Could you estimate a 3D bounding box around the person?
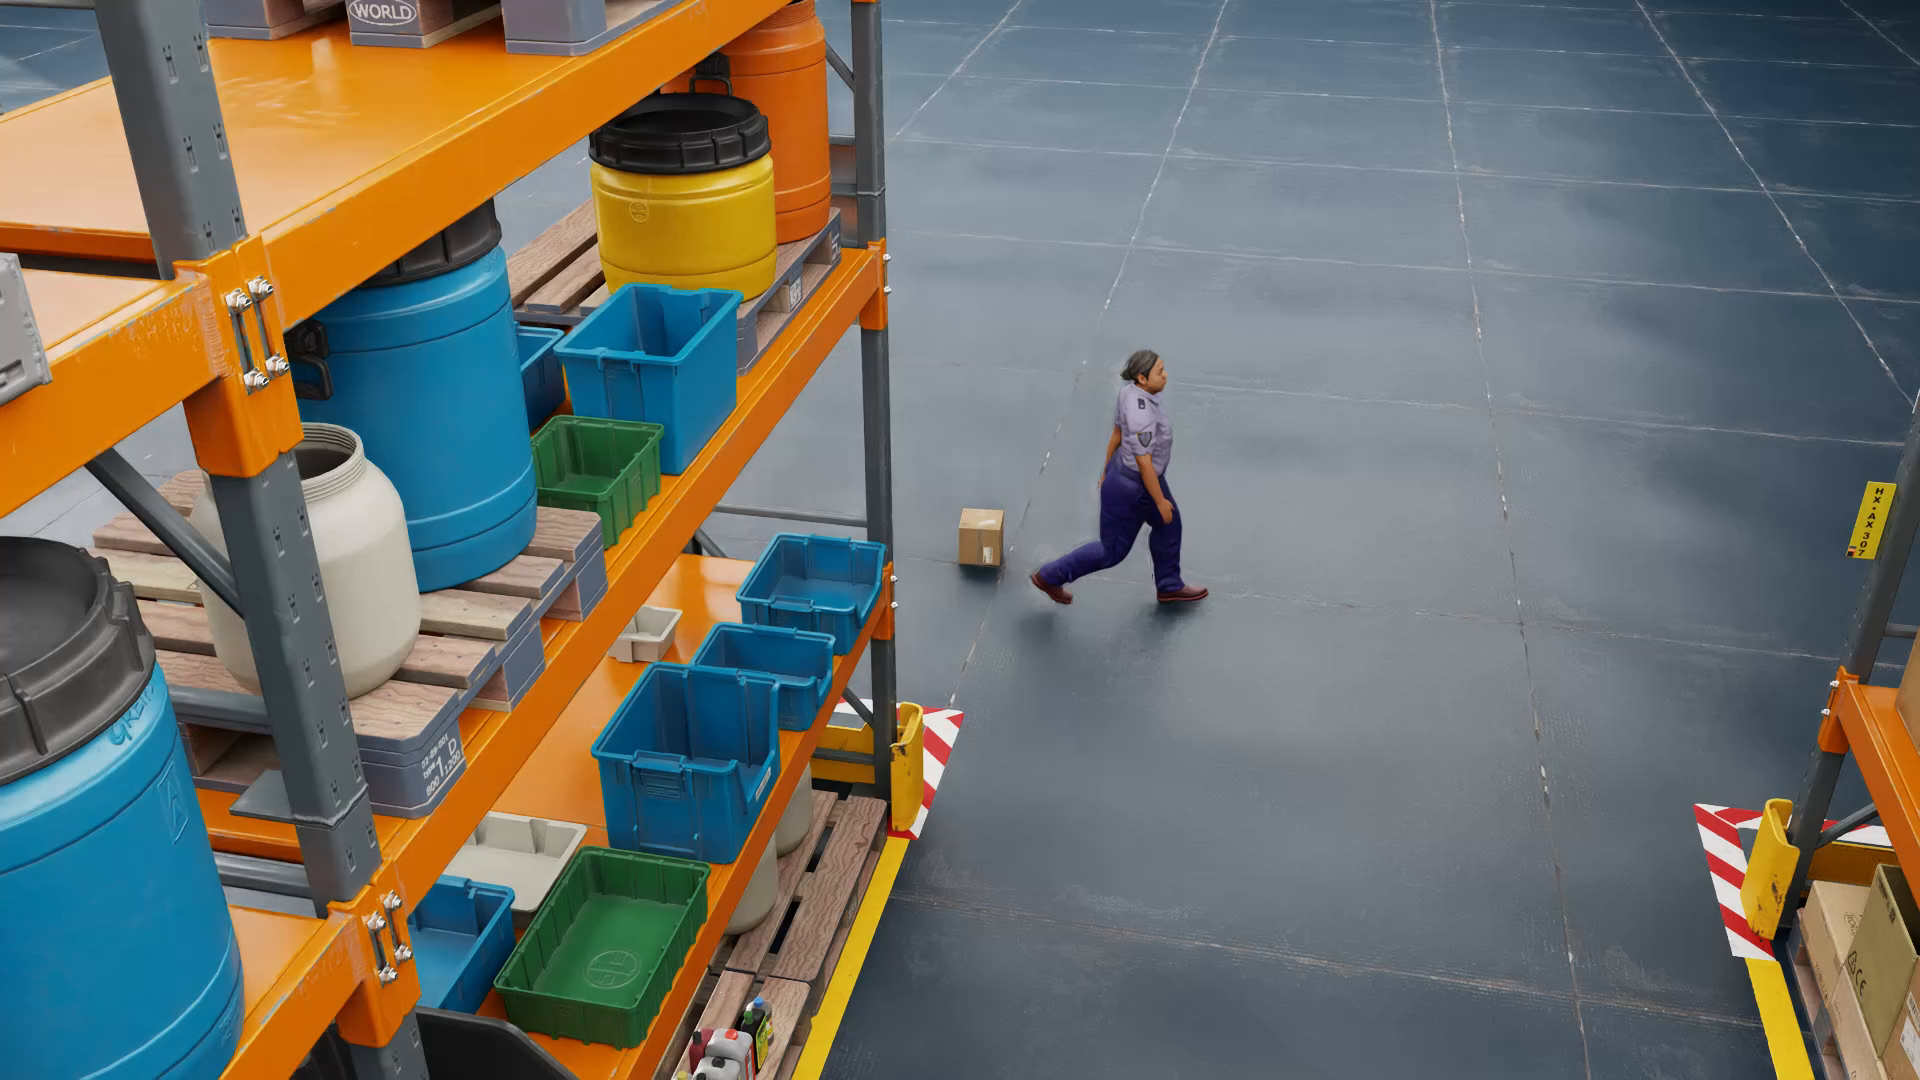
[{"bbox_3d":[0.923,-0.313,9.231,1.015,1.573,0.516,3,29,6],"label":"person"}]
